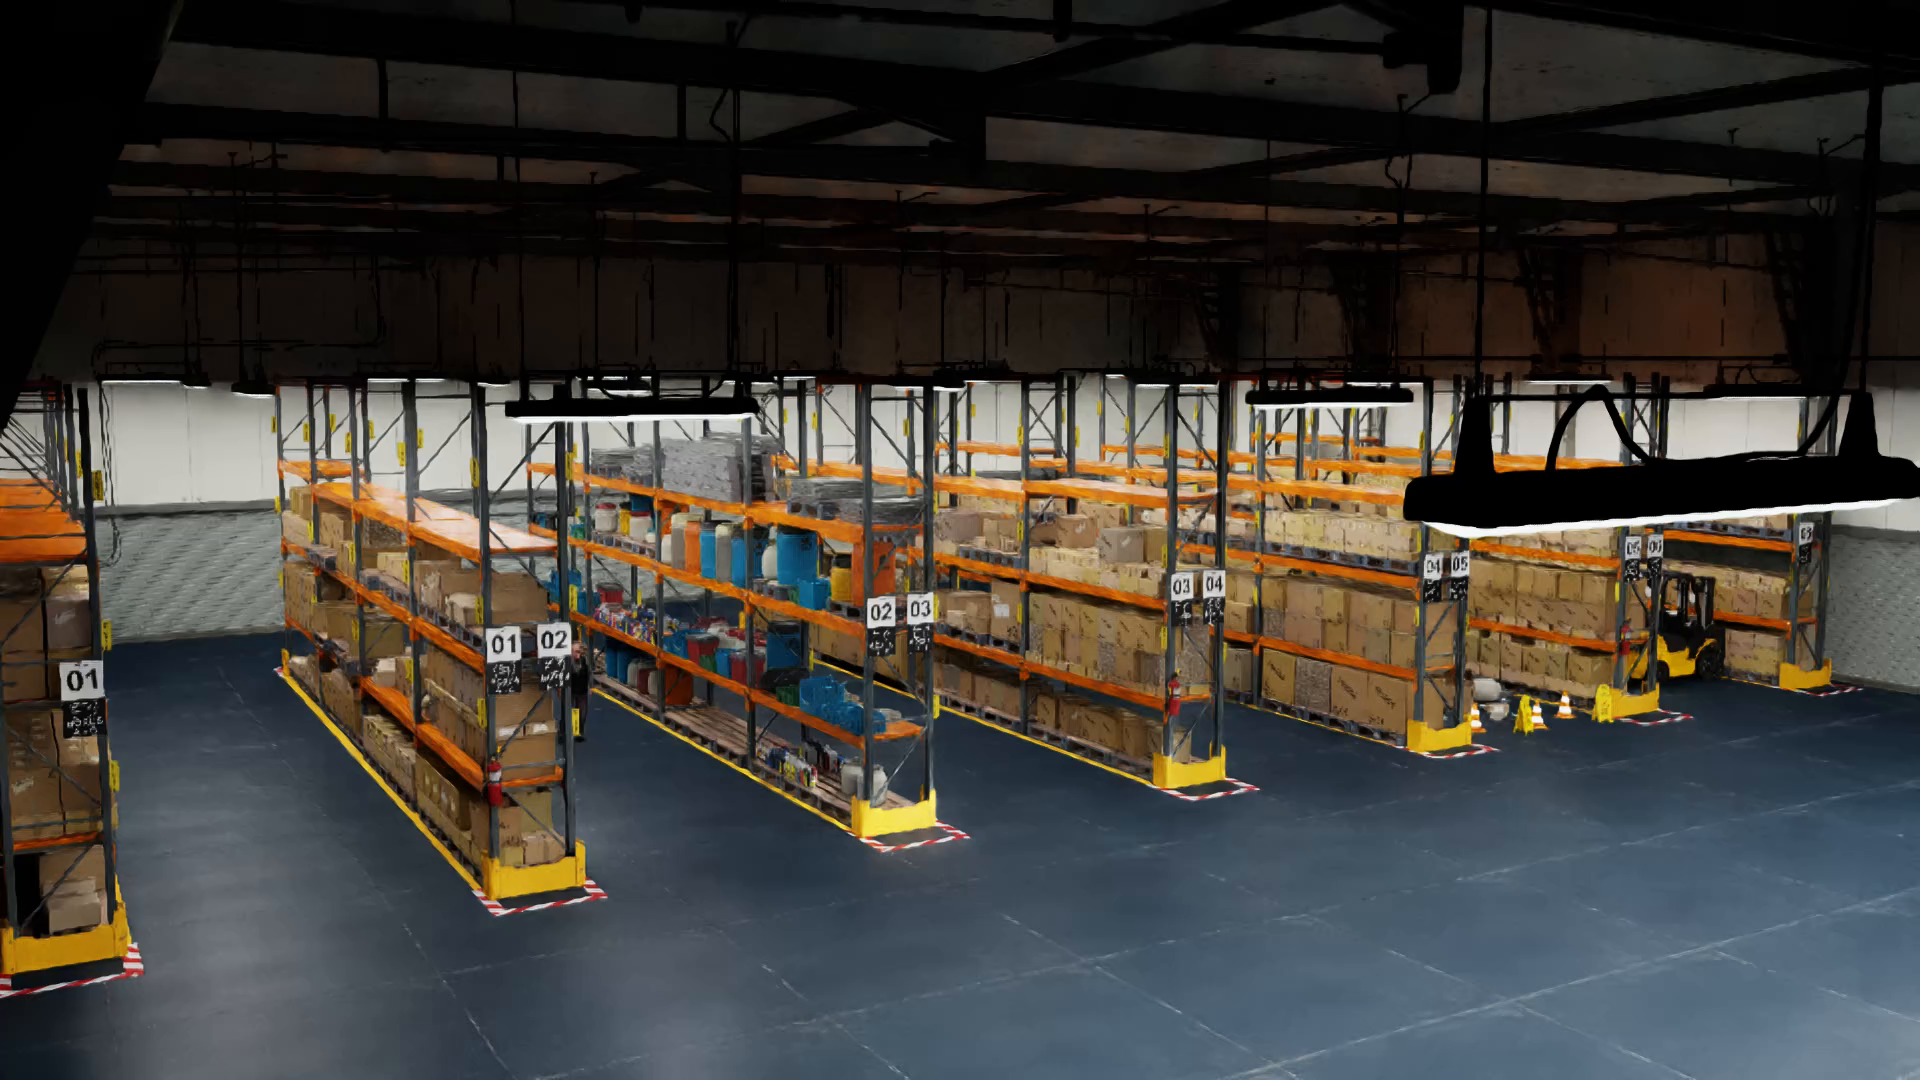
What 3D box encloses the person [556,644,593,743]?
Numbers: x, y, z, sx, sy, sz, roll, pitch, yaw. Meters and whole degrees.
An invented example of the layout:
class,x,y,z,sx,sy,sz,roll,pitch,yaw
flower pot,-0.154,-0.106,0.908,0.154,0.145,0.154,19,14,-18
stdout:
class,x,y,z,sx,sy,sz,roll,pitch,yaw
person,-6.356,2.518,27.358,0.677,1.671,0.534,-4,7,-32
